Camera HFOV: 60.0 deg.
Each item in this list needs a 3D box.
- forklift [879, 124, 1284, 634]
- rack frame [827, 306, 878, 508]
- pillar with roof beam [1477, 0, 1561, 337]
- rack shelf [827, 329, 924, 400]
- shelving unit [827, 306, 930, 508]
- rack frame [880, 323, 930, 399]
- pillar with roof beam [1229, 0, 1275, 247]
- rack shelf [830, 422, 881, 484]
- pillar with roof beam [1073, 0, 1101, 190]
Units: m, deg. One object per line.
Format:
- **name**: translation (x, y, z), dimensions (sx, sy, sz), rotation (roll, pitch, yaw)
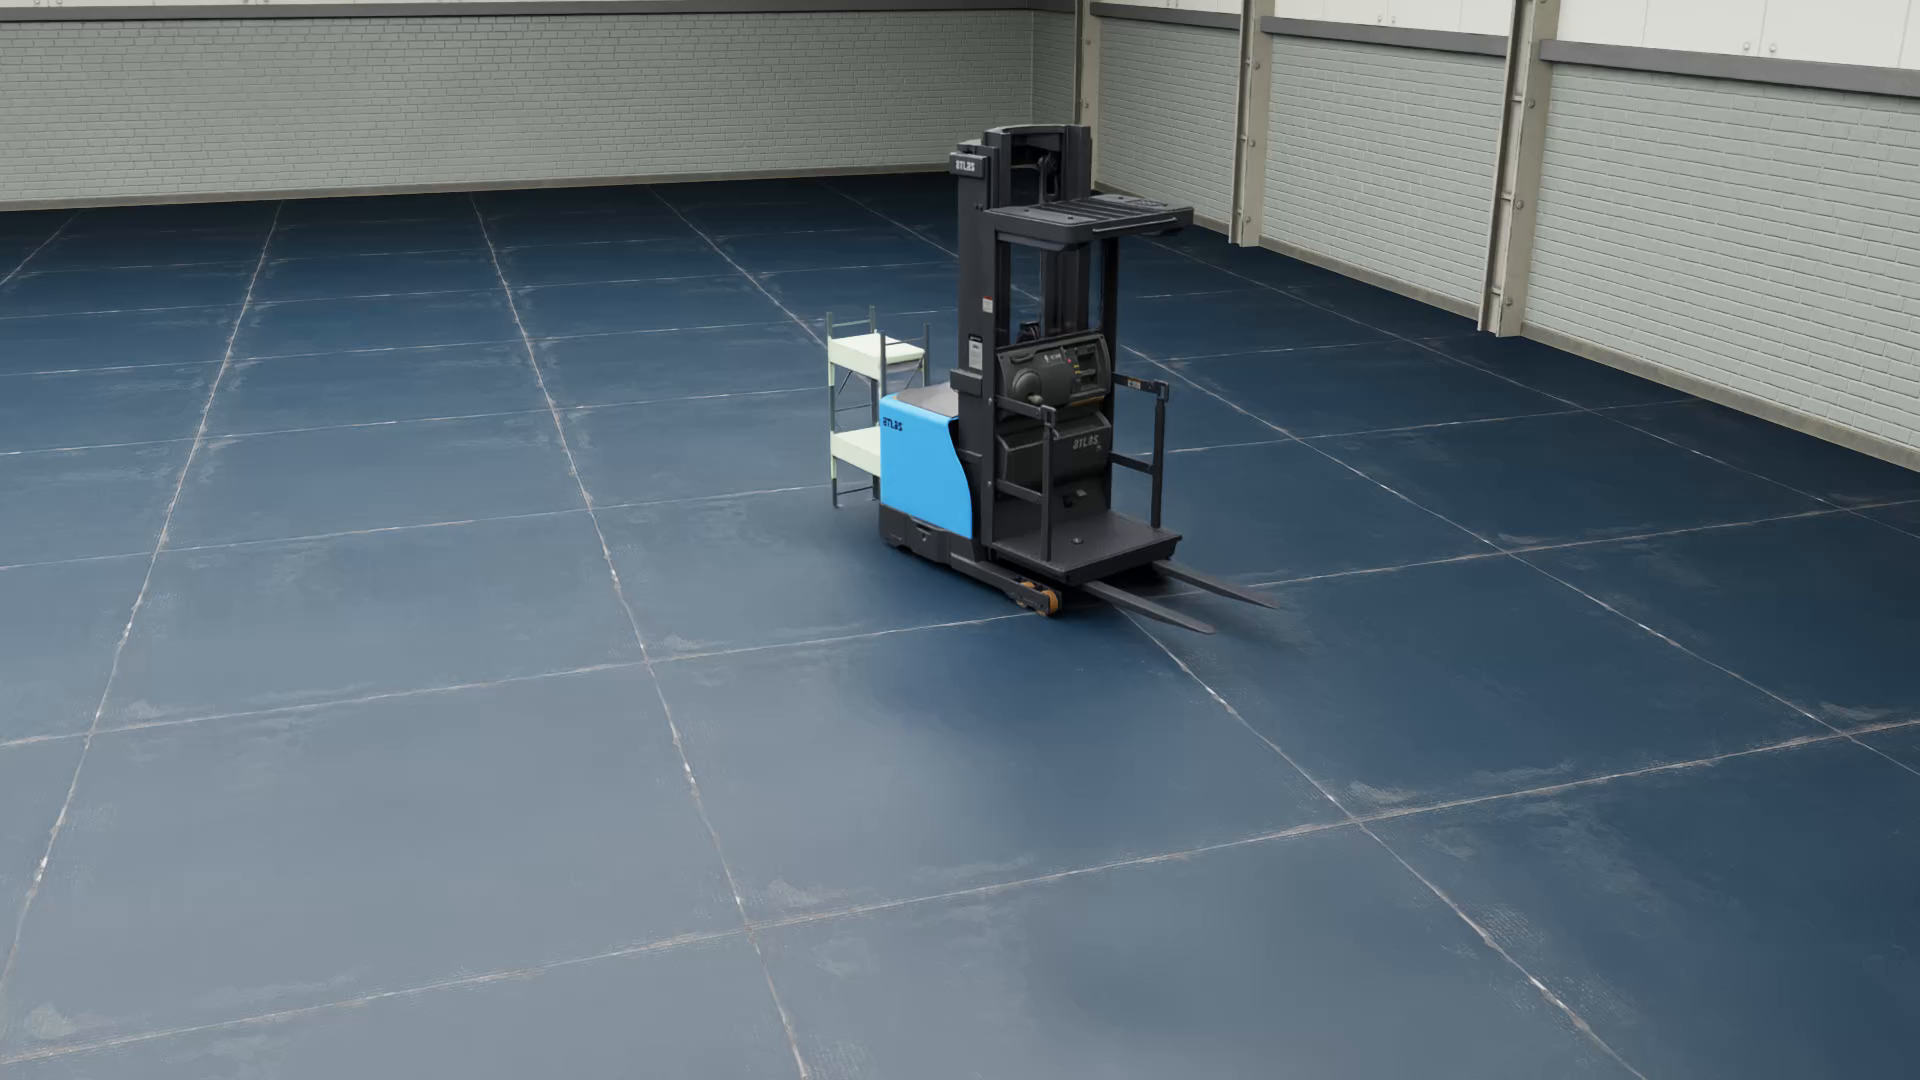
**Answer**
- **forklift**: translation (0.753, -1.087, 10.606), dimensions (1.130, 2.935, 3.031), rotation (-16, 25, -37)
- **rack frame**: translation (-0.800, -0.986, 12.443), dimensions (0.400, 1.500, 0.023), rotation (-13, 24, -32)
- **pillar with roof beam**: translation (1.840, -6.057, 15.468), dimensions (9.100, 9.000, 0.400), rotation (-6, 21, -17)
- **rack shelf**: translation (-0.592, -1.251, 12.027), dimensions (0.431, 0.370, 0.720), rotation (-13, 24, -32)
- **shelving unit**: translation (-0.592, -0.884, 12.159), dimensions (0.431, 1.500, 0.755), rotation (-13, 24, -32)
- **rack frame**: translation (-0.385, -0.782, 11.875), dimensions (0.400, 1.500, 0.023), rotation (-13, 24, -32)
- **pillar with roof beam**: translation (-0.046, -7.983, 20.829), dimensions (9.100, 9.000, 0.400), rotation (-6, 21, -17)
- **rack shelf**: translation (-0.592, -0.577, 12.269), dimensions (0.431, 0.370, 0.720), rotation (-13, 24, -32)
- **pillar with roof beam**: translation (-1.931, -9.908, 26.190), dimensions (9.100, 9.000, 0.400), rotation (-6, 21, -17)
